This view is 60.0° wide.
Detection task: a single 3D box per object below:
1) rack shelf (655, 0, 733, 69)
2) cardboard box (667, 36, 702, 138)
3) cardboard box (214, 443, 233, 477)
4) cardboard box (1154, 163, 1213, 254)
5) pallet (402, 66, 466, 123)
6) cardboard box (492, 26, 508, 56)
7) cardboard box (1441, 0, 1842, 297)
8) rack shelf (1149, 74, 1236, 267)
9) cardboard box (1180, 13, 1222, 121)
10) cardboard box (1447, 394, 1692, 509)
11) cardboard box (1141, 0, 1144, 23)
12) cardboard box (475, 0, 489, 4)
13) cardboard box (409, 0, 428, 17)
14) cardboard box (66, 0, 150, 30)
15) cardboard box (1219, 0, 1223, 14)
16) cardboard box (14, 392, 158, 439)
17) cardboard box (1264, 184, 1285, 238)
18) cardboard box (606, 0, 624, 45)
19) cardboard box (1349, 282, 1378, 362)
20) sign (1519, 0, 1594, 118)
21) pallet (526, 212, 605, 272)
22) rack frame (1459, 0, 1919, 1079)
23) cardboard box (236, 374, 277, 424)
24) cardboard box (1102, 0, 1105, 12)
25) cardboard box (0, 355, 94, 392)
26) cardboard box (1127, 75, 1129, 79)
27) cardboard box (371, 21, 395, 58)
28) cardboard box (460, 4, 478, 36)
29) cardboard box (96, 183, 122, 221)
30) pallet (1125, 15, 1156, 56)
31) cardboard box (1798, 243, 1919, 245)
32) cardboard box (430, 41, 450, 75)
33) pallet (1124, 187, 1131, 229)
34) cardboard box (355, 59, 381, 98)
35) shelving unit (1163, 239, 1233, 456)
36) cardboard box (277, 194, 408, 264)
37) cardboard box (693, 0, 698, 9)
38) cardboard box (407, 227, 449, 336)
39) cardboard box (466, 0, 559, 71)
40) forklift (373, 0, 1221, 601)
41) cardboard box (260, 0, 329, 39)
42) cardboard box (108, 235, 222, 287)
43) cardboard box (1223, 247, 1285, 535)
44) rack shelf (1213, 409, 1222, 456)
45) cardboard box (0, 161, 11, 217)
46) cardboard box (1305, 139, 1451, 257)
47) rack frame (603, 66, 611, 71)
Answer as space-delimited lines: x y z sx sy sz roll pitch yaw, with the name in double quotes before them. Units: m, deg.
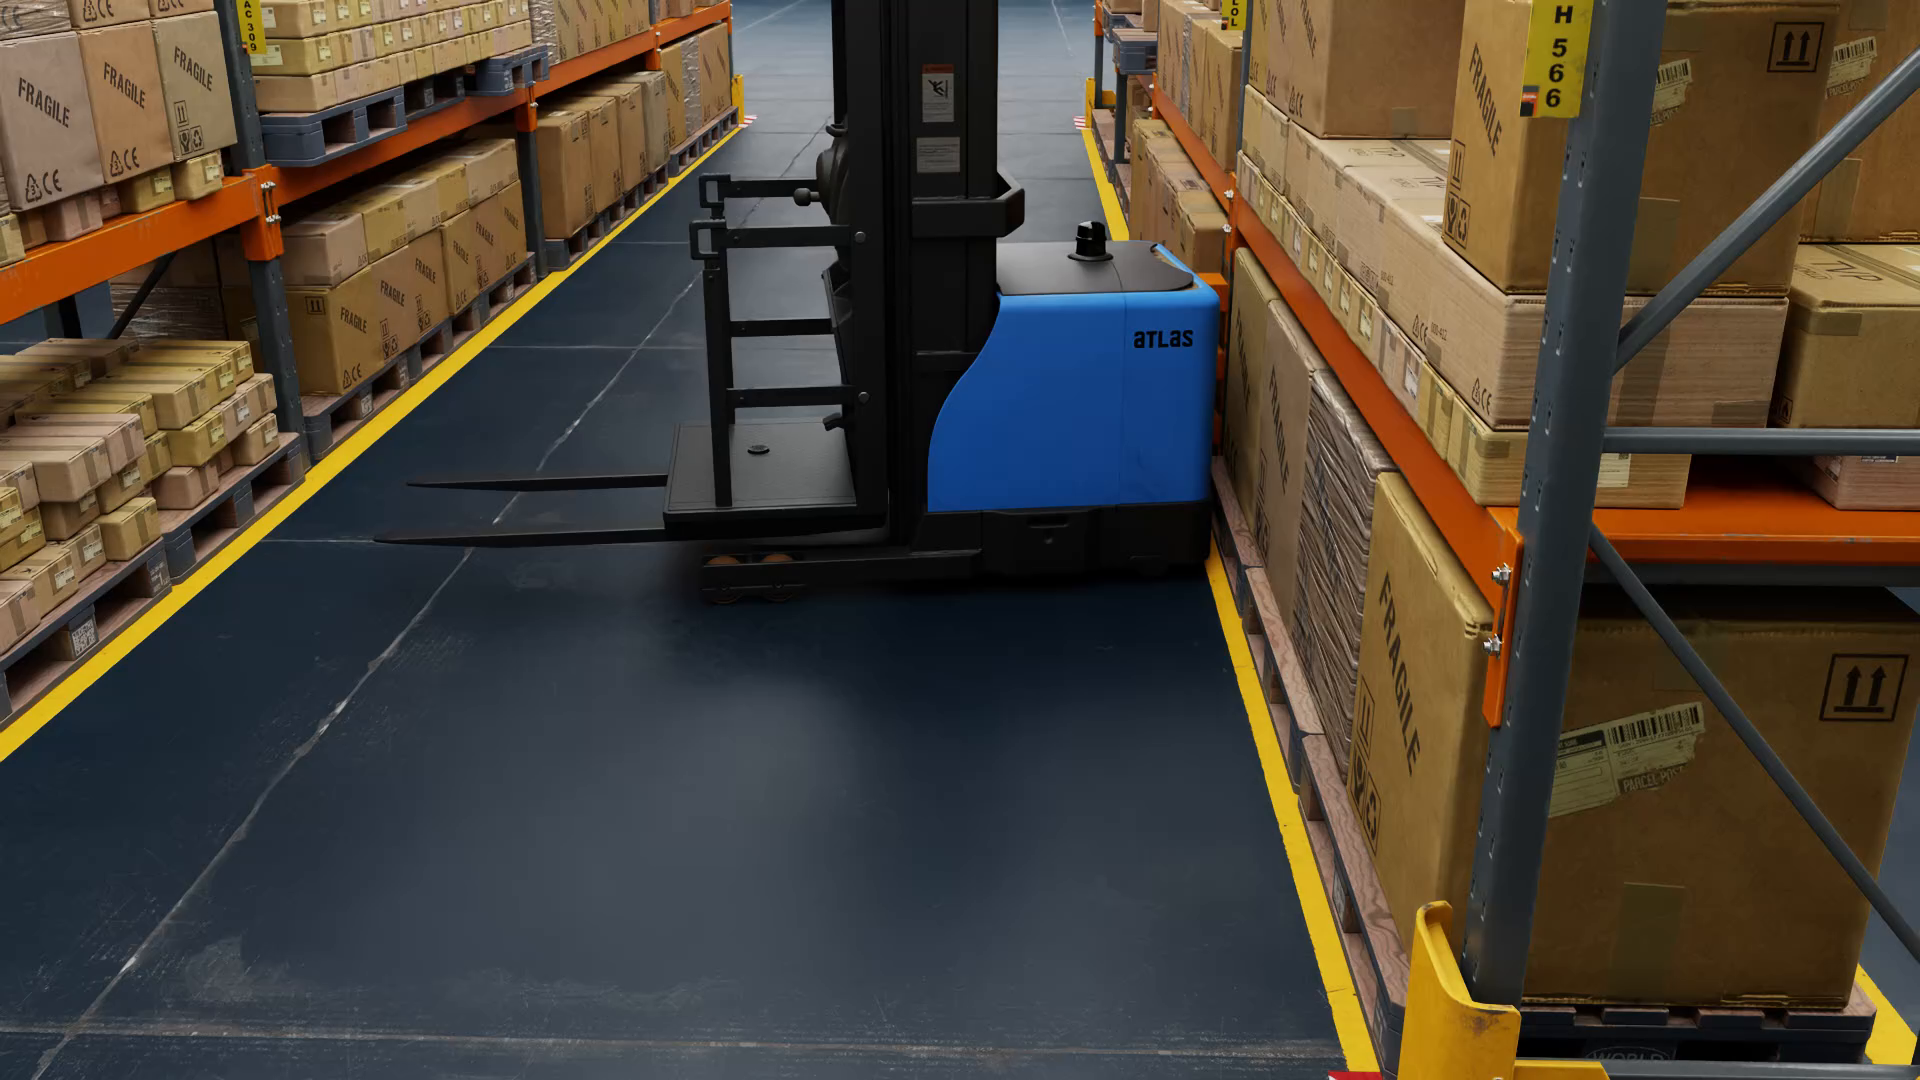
"rack shelf" -3.056 -4.974 16.197 1.077 0.370 4.000 1 21 2
"cardboard box" -3.004 -4.344 15.935 0.875 0.875 0.875 1 21 2
"cardboard box" -3.123 -0.322 6.573 0.380 0.149 0.250 1 21 3
"cardboard box" 1.621 -1.363 8.251 1.225 0.875 0.875 0 21 0
"pallet" -3.257 -2.335 8.664 1.003 0.211 1.213 1 21 2
"cardboard box" -2.810 -2.853 9.501 0.380 0.149 0.250 1 21 3
"cardboard box" 1.225 -0.754 3.085 0.500 0.500 0.500 1 21 2
"rack shelf" 1.656 -1.991 8.507 1.077 0.370 4.000 1 21 2
"cardboard box" 1.387 -2.370 8.353 0.500 0.500 0.500 1 21 2
"cardboard box" 1.155 -0.172 3.172 0.380 0.149 0.250 1 21 3
"cardboard box" 1.497 -3.788 11.751 0.396 0.266 0.258 0 21 0
"cardboard box" -2.817 -3.032 9.141 0.380 0.149 0.250 1 21 3
"cardboard box" -2.850 -2.655 8.169 0.380 0.149 0.250 1 21 4
"cardboard box" -3.114 -1.985 5.568 0.500 0.500 0.500 0 21 0
"cardboard box" 1.642 -2.821 8.128 0.797 0.503 0.637 1 21 3
"cardboard box" -3.165 -0.431 6.030 0.380 0.149 0.250 1 21 3
"cardboard box" 1.232 -1.097 5.557 0.380 0.149 0.250 0 21 0
"cardboard box" -2.896 -4.076 12.749 0.500 0.500 0.500 1 21 2
"cardboard box" 1.184 -0.541 4.124 0.380 0.149 0.250 0 21 0
"sign" 0.931 -0.818 2.562 0.100 0.325 0.005 1 21 2
"pallet" -3.139 -2.124 11.712 1.003 0.211 1.213 1 21 2
"rack frame" 1.470 -0.157 2.786 0.949 2.616 0.053 1 21 2
"cardboard box" -3.052 -0.582 6.831 0.380 0.149 0.250 1 21 3
"cardboard box" 1.570 -5.183 16.087 0.380 0.149 0.250 1 21 2
"cardboard box" -3.645 -0.617 6.510 0.380 0.149 0.250 2 21 4
"cardboard box" 1.940 -4.530 16.932 0.500 0.500 0.500 6 22 16
"cardboard box" -2.867 -2.330 7.742 0.380 0.149 0.250 0 21 -1
"cardboard box" -2.828 -2.802 8.959 0.380 0.149 0.250 0 21 1
"cardboard box" -3.178 -1.188 5.792 0.380 0.149 0.250 0 21 0
"pallet" 1.736 -3.676 12.121 1.003 0.211 1.213 1 21 2
"cardboard box" 1.767 -0.584 3.683 0.500 0.250 0.500 0 21 1
"cardboard box" -2.843 -2.473 8.523 0.380 0.149 0.250 0 21 -1
"pallet" 1.782 -2.472 12.607 1.003 0.211 1.213 1 21 2
"cardboard box" -2.874 -2.101 7.563 0.380 0.149 0.250 1 21 2
"shelving unit" 0.958 -0.702 6.887 0.252 1.050 0.215 -1 22 -1
"cardboard box" -3.060 -1.531 8.166 0.500 0.250 0.500 1 21 3
"cardboard box" -3.098 -5.568 16.525 0.875 0.550 0.550 1 21 2
"cardboard box" -3.055 -1.370 8.787 0.500 0.500 0.500 1 21 3
"cardboard box" -2.955 -3.346 10.868 0.500 0.500 0.500 1 21 2
"forklift" -0.623 -1.341 5.932 3.031 2.935 1.130 -2 21 -6
"cardboard box" -2.888 -2.187 6.964 0.380 0.149 0.250 2 21 4
"cardboard box" -3.590 -1.346 7.690 0.500 0.250 0.500 0 21 0
"cardboard box" 1.495 -0.570 6.209 0.875 0.875 0.875 1 21 2
"rack shelf" 0.960 -0.434 6.995 0.240 0.259 0.215 -1 22 -1
"cardboard box" -3.164 -1.147 4.790 0.500 0.500 0.500 0 21 0
"cardboard box" 1.266 -0.959 4.651 0.500 0.250 0.500 1 21 2
"rack frame" -3.113 -4.586 14.203 0.949 2.616 0.053 1 21 2
